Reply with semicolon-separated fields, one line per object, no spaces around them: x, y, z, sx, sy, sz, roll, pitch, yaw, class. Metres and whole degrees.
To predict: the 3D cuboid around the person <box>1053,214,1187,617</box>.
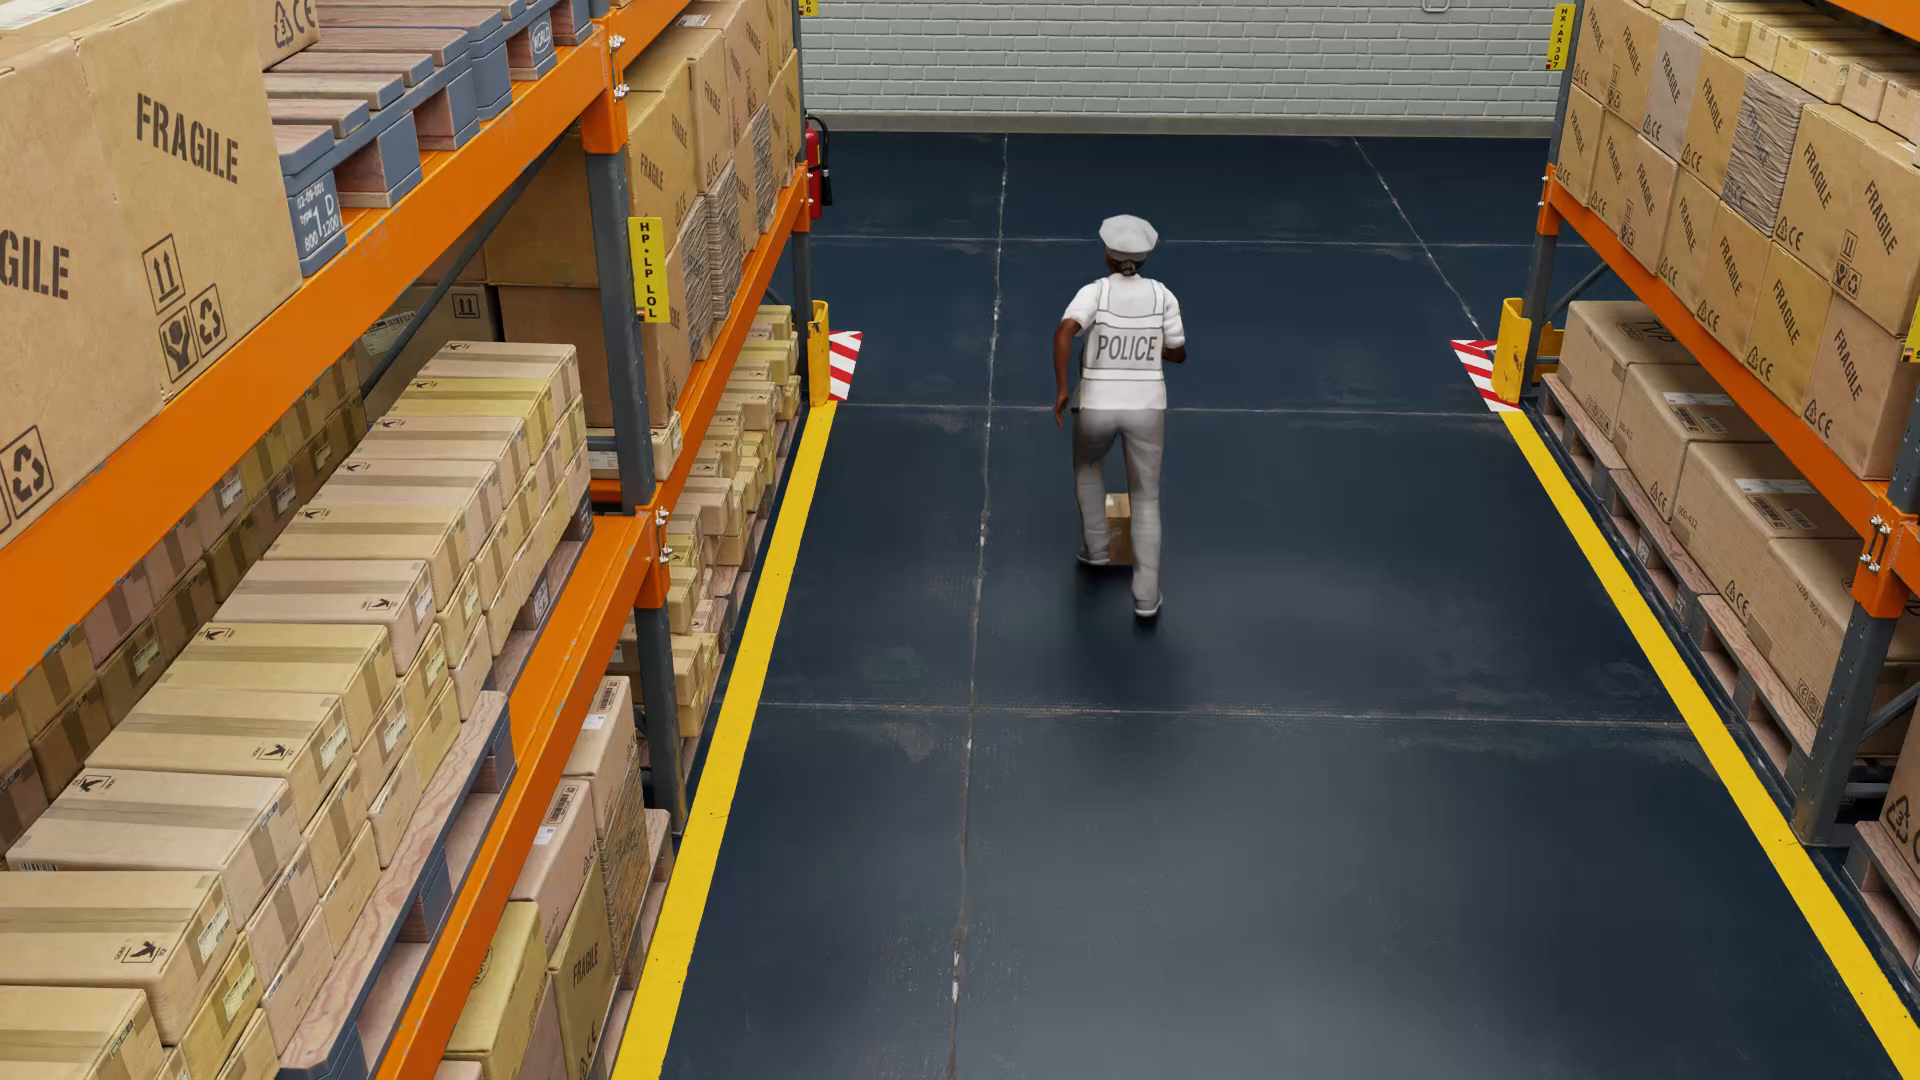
0.681;-0.536;7.176;0.570;1.615;0.923;2;28;5;person
